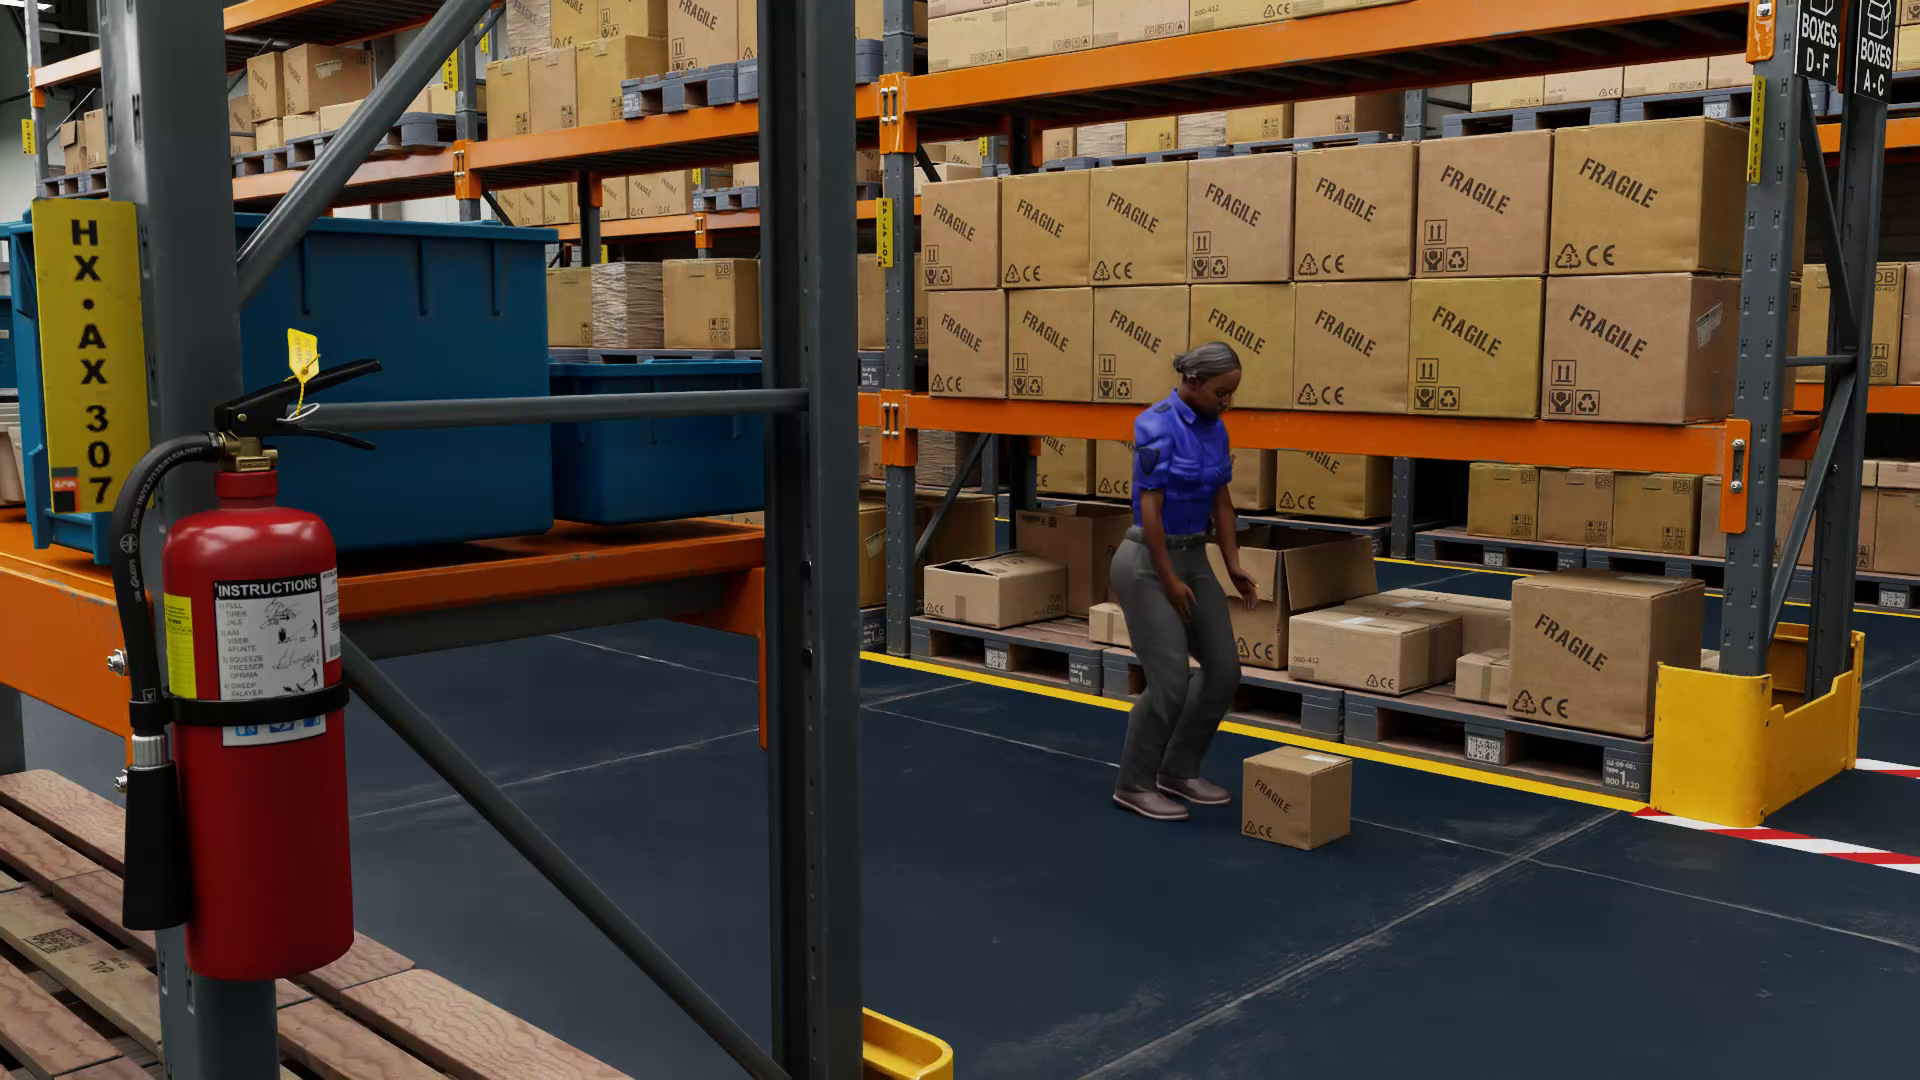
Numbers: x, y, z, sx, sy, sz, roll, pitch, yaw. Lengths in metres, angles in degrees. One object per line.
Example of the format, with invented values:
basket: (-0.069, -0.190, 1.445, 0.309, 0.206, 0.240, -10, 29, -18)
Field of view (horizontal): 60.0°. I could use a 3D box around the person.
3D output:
person: (0.752, 0.127, 5.612, 0.465, 1.588, 0.411, -7, 10, -44)
